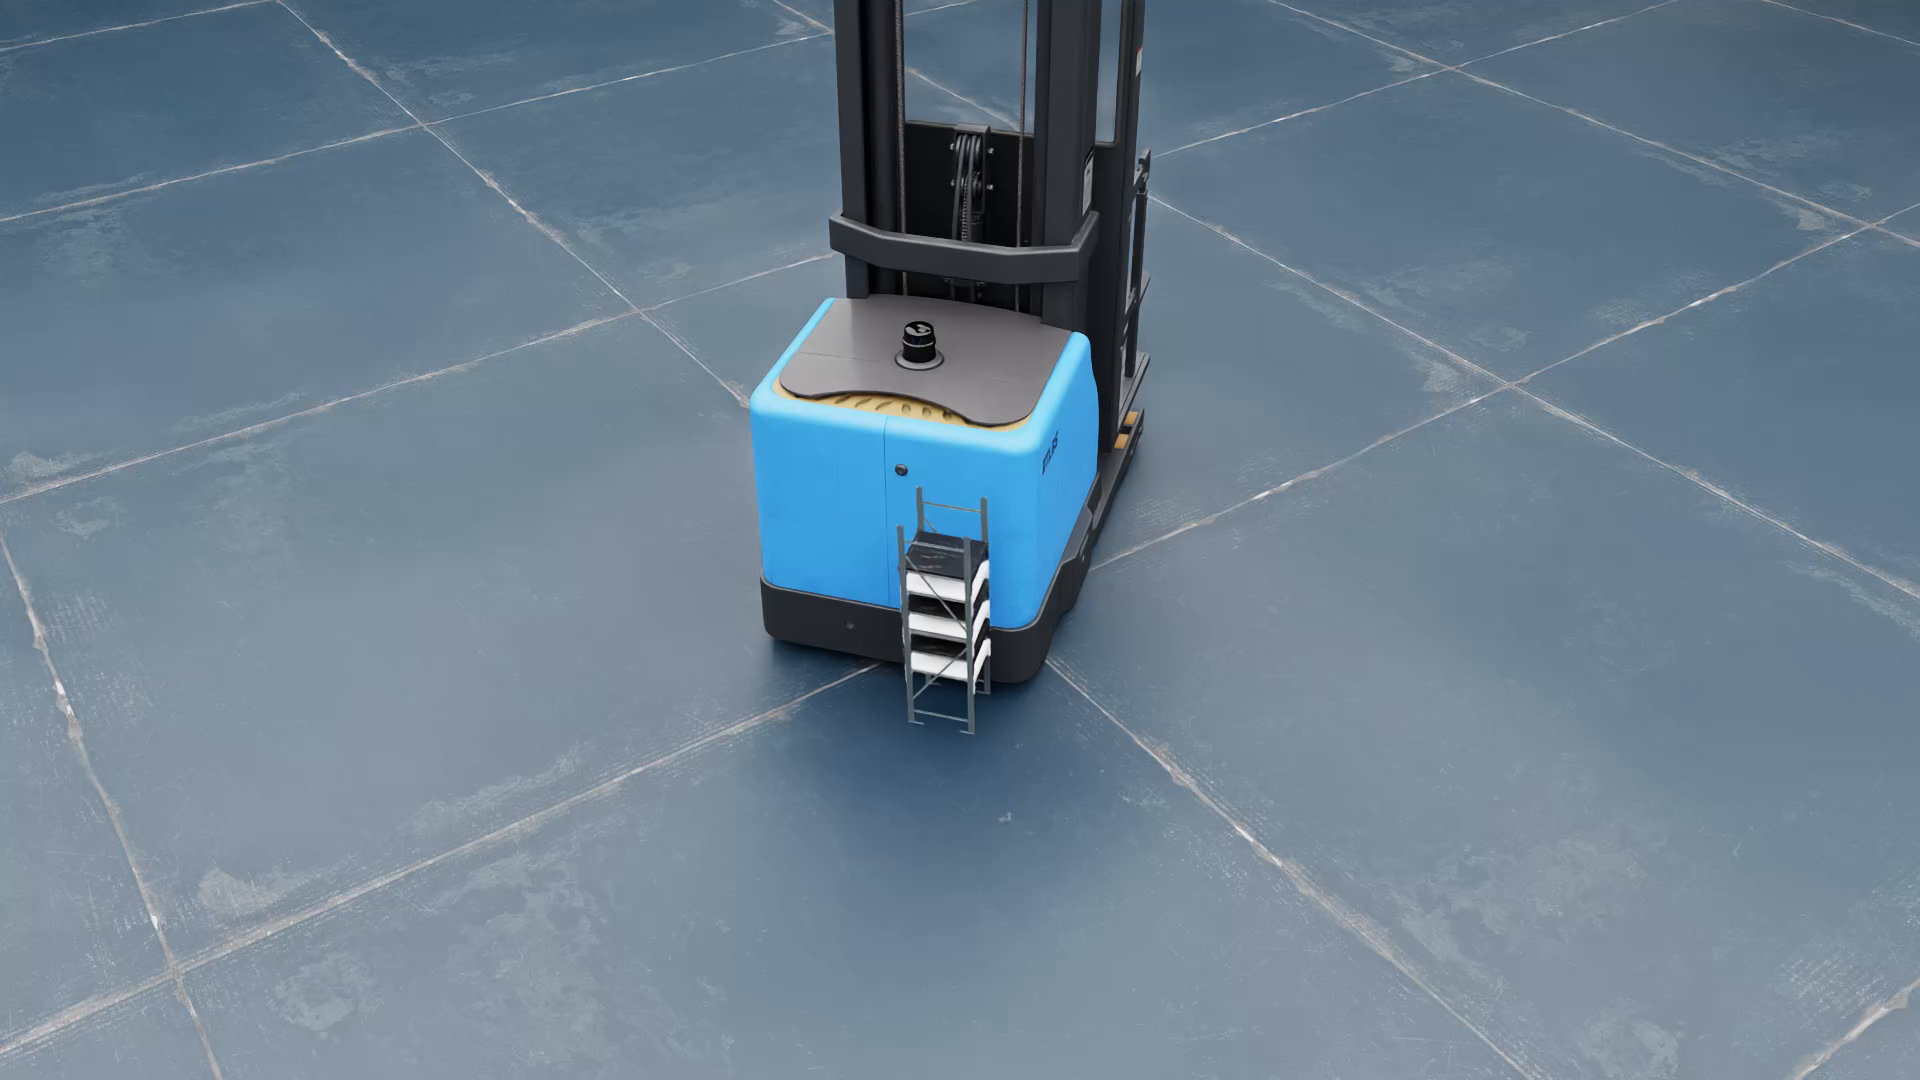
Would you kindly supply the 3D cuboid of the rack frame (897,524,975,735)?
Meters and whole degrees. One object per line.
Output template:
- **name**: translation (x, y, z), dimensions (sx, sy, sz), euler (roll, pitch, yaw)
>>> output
- **rack frame**: translation (-0.075, 0.316, 5.542), dimensions (0.240, 0.900, 0.006), euler (10, 41, 13)

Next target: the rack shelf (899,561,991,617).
- **rack shelf**: translation (-0.049, 0.140, 5.522), dimensions (0.258, 0.077, 0.200), euler (10, 41, 13)

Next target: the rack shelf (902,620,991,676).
- **rack shelf**: translation (-0.043, 0.347, 5.696), dimensions (0.258, 0.077, 0.200), euler (10, 41, 13)

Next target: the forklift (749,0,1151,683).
- **forklift**: translation (0.178, -1.540, 6.381), dimensions (1.130, 2.935, 3.031), euler (10, 37, 13)

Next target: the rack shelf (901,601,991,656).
- **rack shelf**: translation (-0.045, 0.278, 5.638), dimensions (0.258, 0.077, 0.200), euler (10, 41, 13)

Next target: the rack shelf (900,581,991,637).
- **rack shelf**: translation (-0.047, 0.209, 5.580), dimensions (0.258, 0.077, 0.200), euler (10, 41, 13)

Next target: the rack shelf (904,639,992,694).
- **rack shelf**: translation (-0.041, 0.415, 5.754), dimensions (0.258, 0.077, 0.200), euler (10, 41, 13)

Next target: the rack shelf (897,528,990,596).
- **rack shelf**: translation (-0.051, 0.071, 5.464), dimensions (0.258, 0.077, 0.200), euler (10, 41, 13)

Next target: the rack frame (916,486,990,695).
- **rack frame**: translation (-0.018, 0.189, 5.690), dimensions (0.240, 0.900, 0.006), euler (10, 41, 13)

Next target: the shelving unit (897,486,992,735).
- **shelving unit**: translation (-0.046, 0.252, 5.616), dimensions (0.258, 0.900, 0.210), euler (10, 41, 13)
